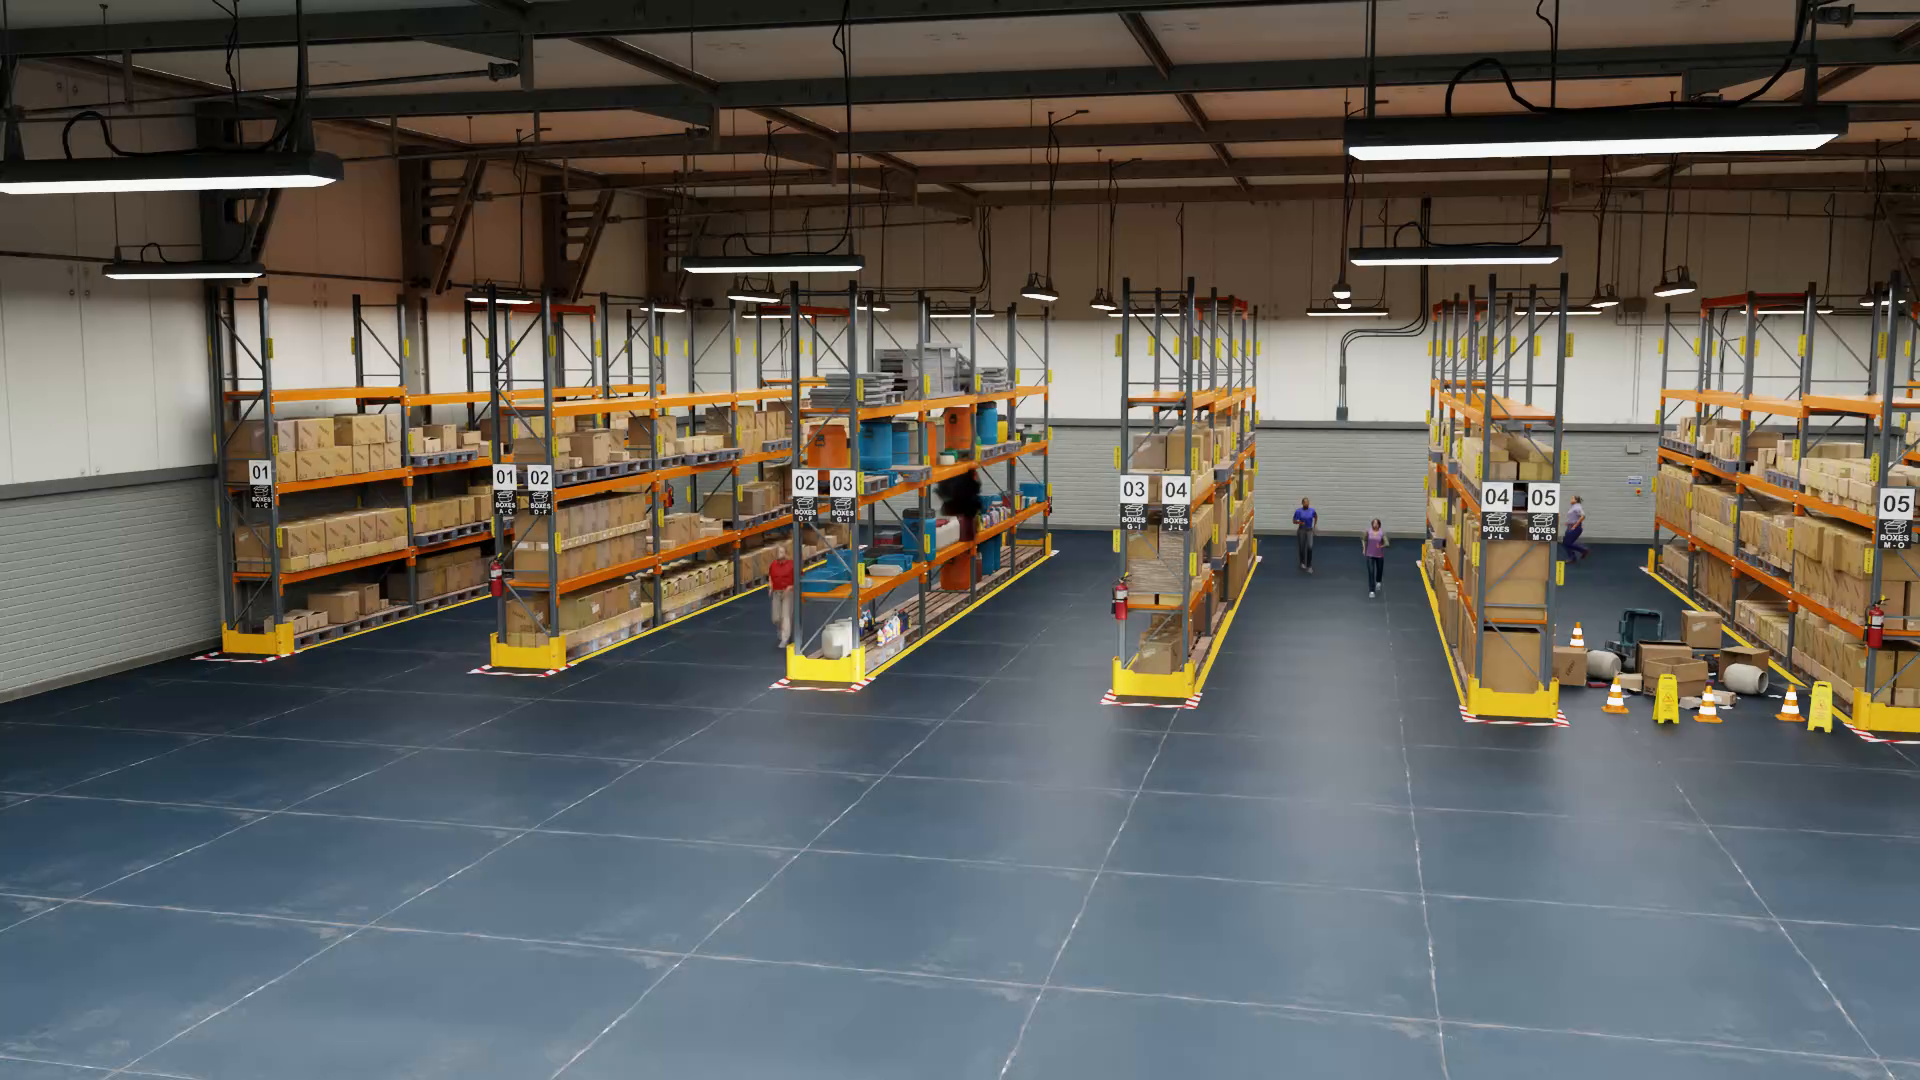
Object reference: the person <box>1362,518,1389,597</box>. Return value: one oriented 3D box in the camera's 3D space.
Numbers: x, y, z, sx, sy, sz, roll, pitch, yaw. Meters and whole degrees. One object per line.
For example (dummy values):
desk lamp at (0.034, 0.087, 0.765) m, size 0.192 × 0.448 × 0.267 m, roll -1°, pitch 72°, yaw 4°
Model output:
person at (8.414, 0.339, 33.735) m, size 0.547 × 1.571 × 0.841 m, roll 2°, pitch 7°, yaw 15°

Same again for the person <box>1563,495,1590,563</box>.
person at (14.396, -0.255, 38.883) m, size 0.563 × 1.602 × 0.628 m, roll 1°, pitch 7°, yaw 12°

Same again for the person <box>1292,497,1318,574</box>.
person at (7.760, -0.104, 37.425) m, size 0.566 × 1.698 × 0.761 m, roll 1°, pitch 7°, yaw 9°

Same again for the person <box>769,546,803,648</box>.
person at (-2.956, 0.949, 28.104) m, size 0.653 × 1.700 × 0.647 m, roll 2°, pitch 7°, yaw 18°
